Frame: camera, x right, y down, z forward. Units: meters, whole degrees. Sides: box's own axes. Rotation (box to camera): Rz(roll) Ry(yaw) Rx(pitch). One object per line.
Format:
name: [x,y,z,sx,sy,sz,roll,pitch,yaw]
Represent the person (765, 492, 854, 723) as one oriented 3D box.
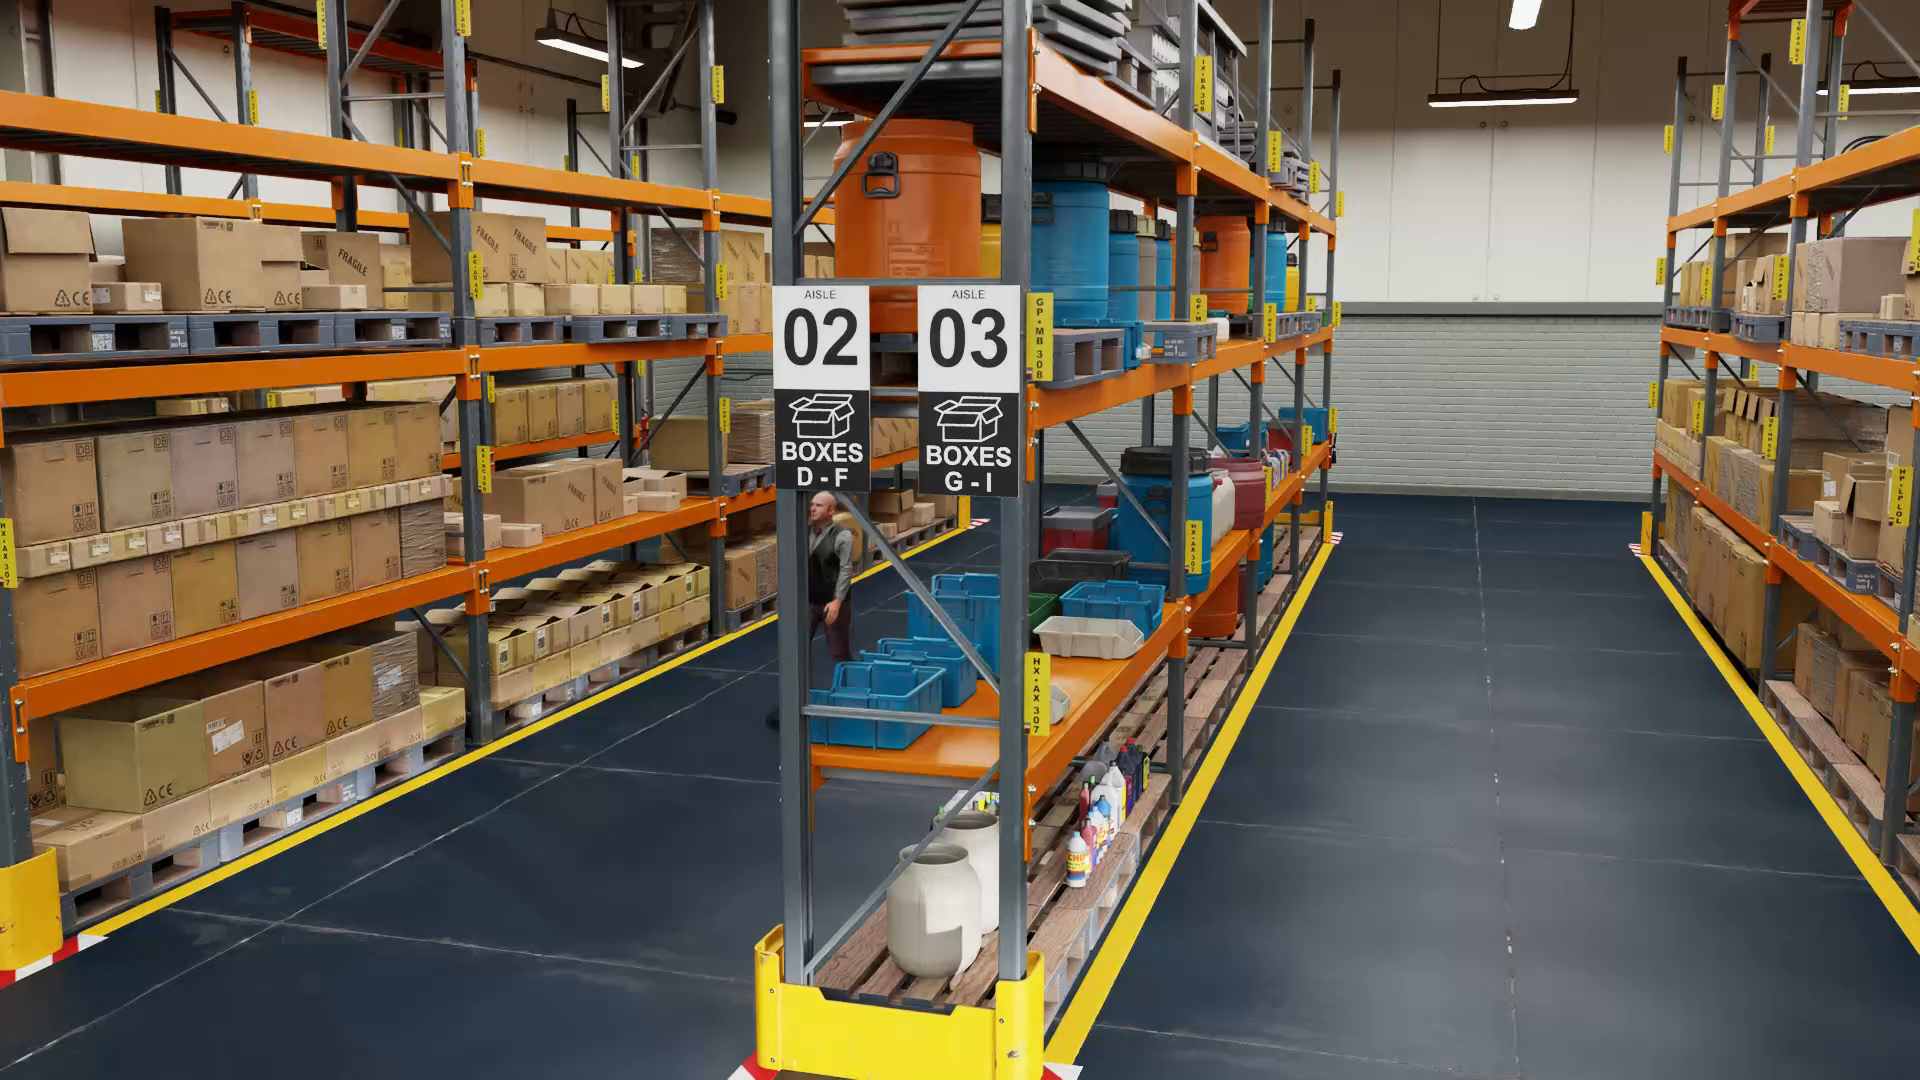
person: [-1.077,0.489,12.453,0.543,1.671,0.969,4,9,24]
